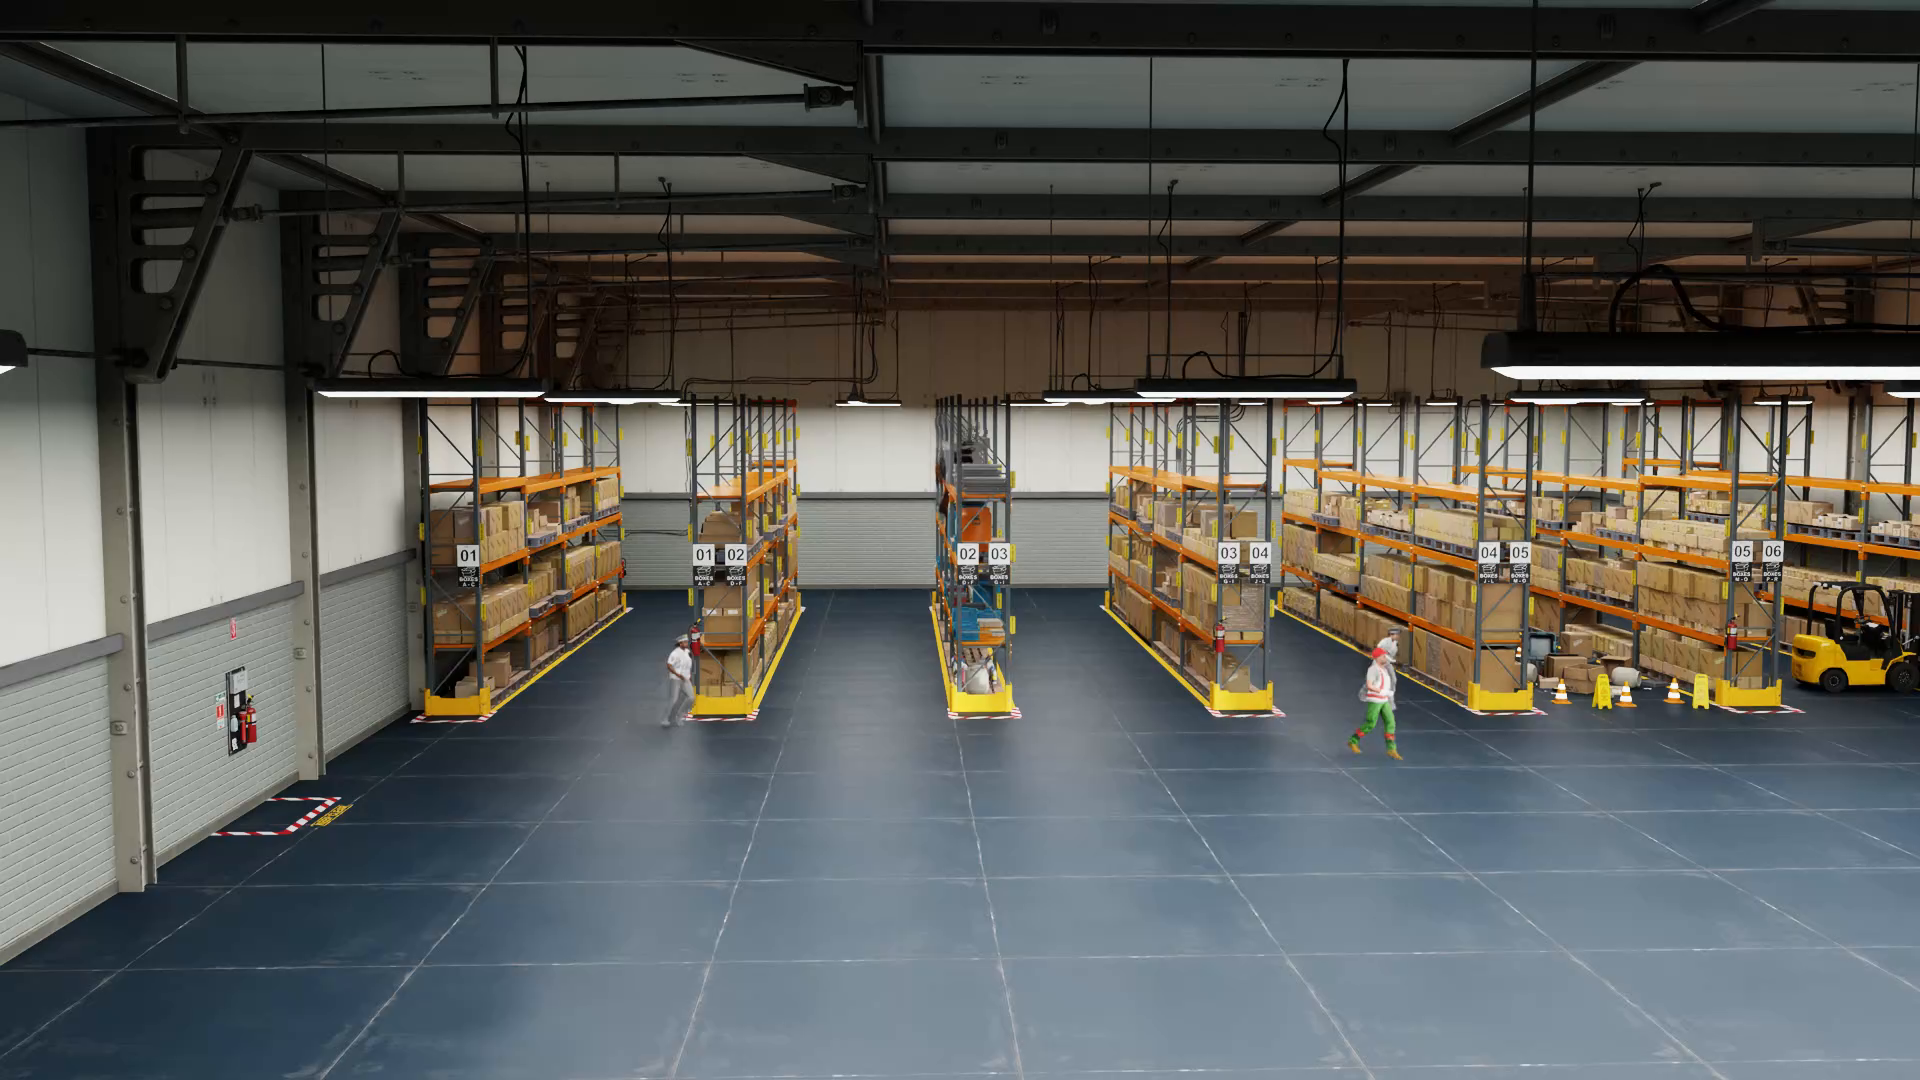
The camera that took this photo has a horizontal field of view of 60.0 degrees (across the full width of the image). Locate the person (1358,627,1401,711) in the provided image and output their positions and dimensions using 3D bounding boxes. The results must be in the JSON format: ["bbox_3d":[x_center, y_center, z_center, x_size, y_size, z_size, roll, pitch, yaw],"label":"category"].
[{"bbox_3d":[8.072,2.443,31.981,0.658,1.623,0.967,-3,6,-37],"label":"person"}]

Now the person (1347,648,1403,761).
[{"bbox_3d":[6.876,2.671,27.327,0.945,1.800,0.698,4,6,40],"label":"person"}]

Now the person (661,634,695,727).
[{"bbox_3d":[-5.049,2.536,30.095,0.616,1.666,0.623,4,6,40],"label":"person"}]

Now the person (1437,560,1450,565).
[{"bbox_3d":[14.349,1.014,49.539,0.540,1.630,0.574,-1,5,-17],"label":"person"}]
